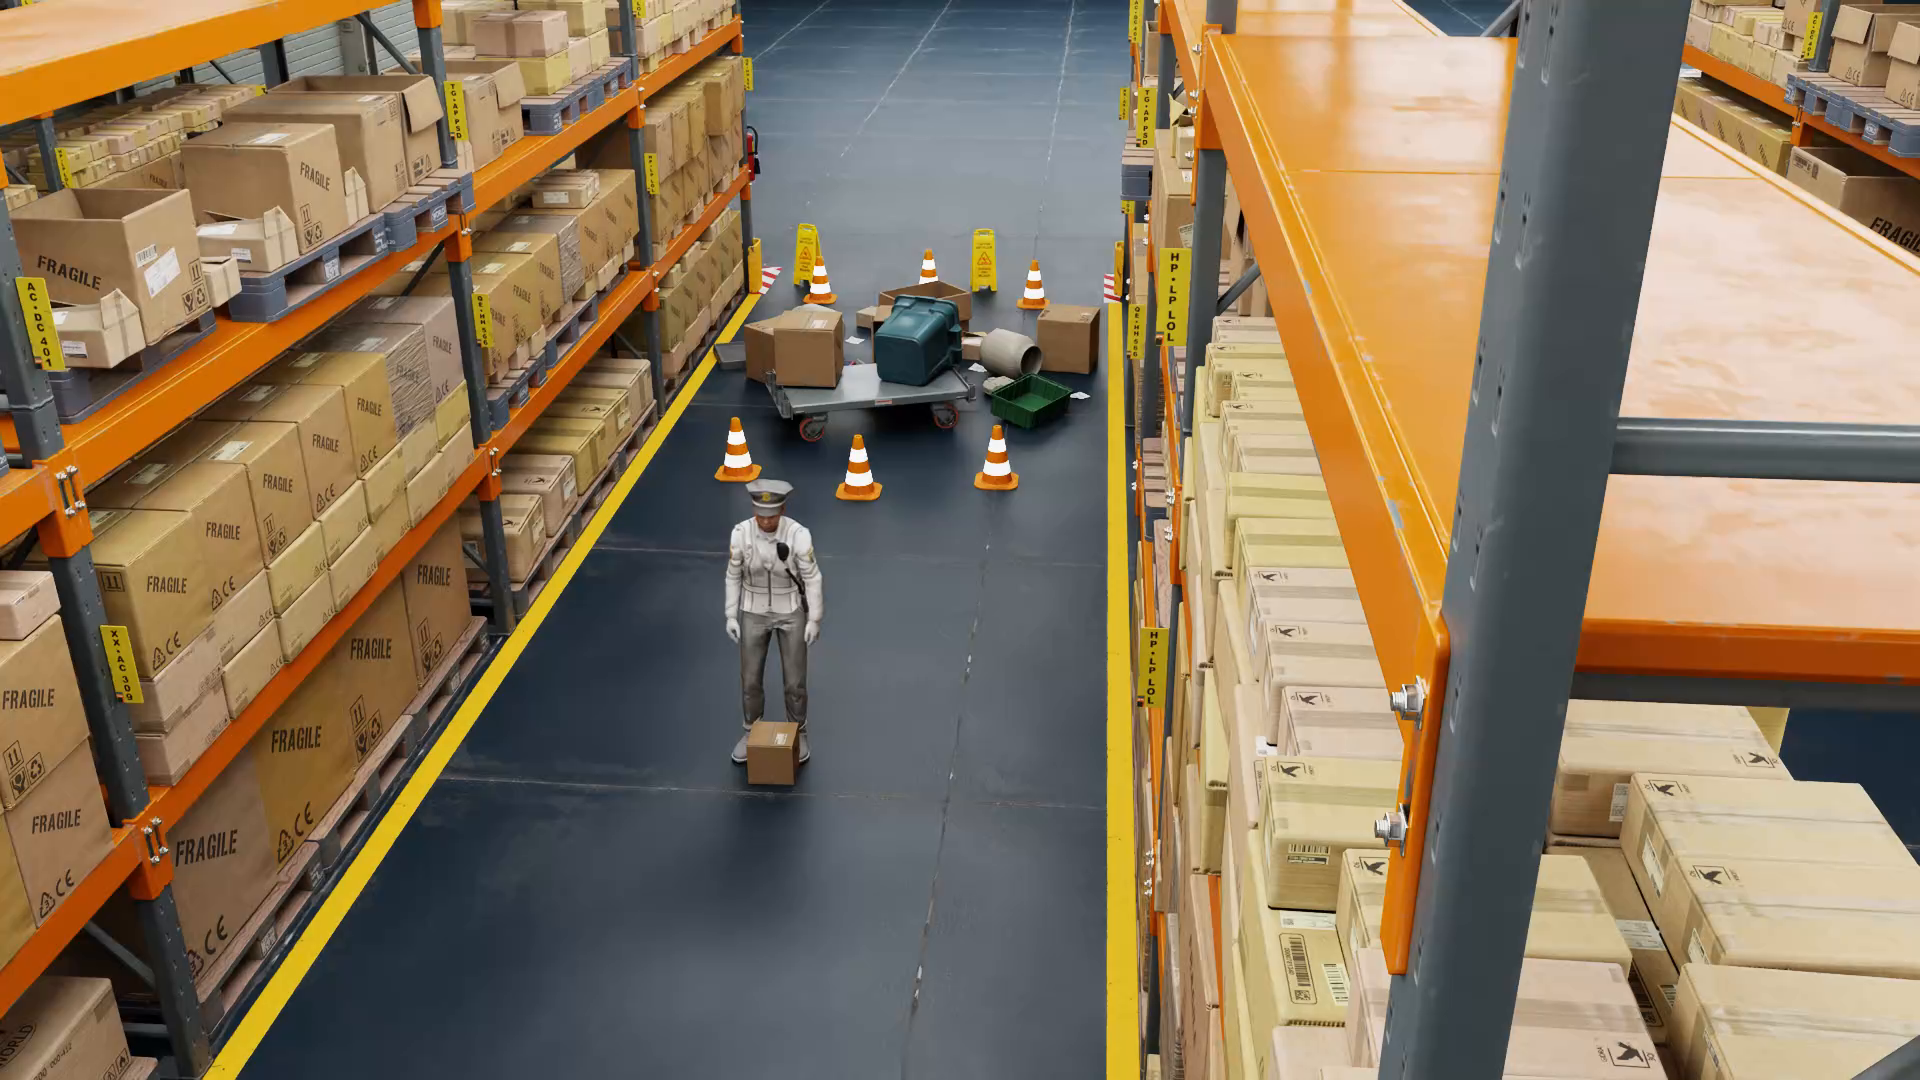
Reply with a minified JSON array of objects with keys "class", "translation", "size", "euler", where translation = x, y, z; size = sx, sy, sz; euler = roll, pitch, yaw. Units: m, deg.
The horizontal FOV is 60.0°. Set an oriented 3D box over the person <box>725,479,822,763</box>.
[{"class":"person","translation":[-1.012,0.431,9.050],"size":[0.532,1.663,0.378],"euler":[2,25,4]}]
